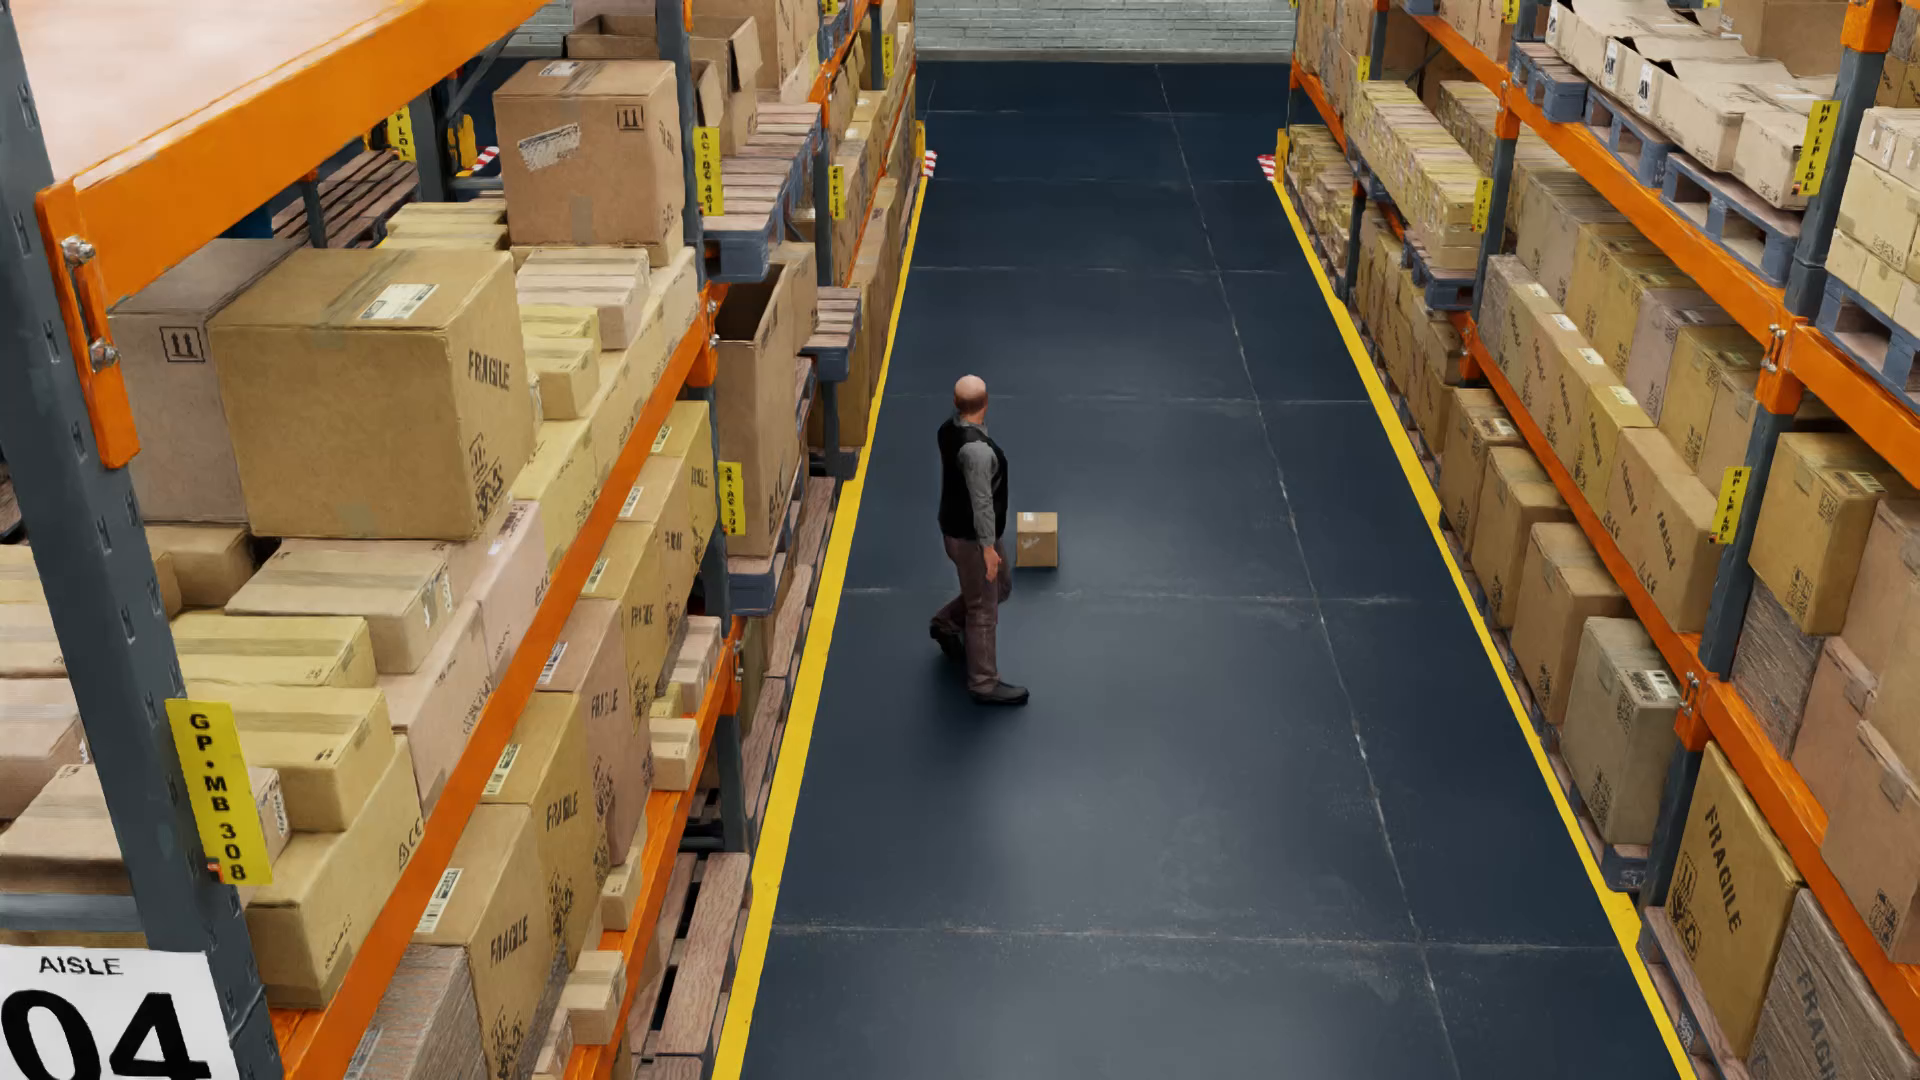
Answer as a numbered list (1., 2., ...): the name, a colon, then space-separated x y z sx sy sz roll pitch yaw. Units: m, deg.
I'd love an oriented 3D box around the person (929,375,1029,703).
1. person: 0.096 -0.018 8.709 0.502 1.689 0.673 -2 28 -4
